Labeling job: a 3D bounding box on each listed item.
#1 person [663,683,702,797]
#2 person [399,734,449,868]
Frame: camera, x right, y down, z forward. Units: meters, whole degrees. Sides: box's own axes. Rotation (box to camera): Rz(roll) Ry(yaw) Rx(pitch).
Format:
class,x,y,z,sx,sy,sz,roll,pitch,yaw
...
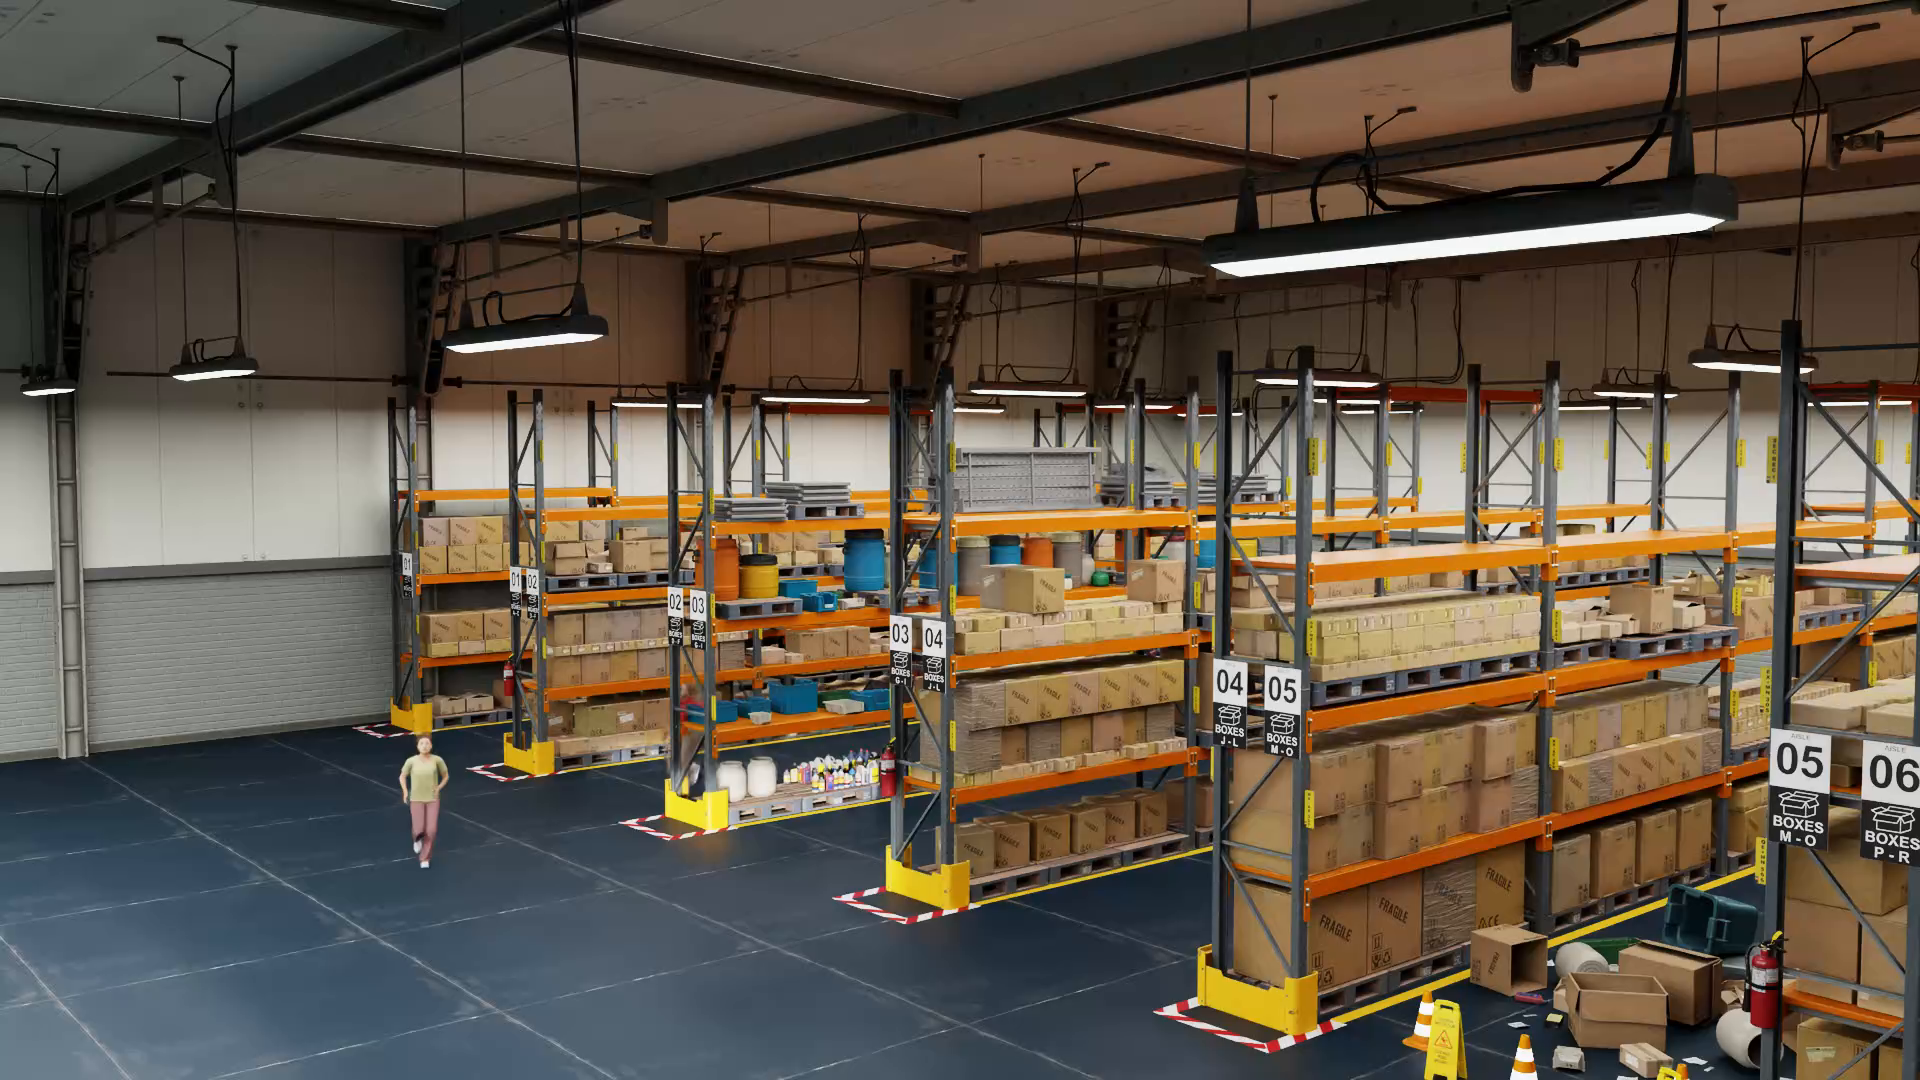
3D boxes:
class,x,y,z,sx,sy,sz,roll,pitch,yaw
person,-3.982,2.914,24.254,0.664,1.683,0.604,3,5,45
person,-6.515,3.173,20.259,0.580,1.620,0.558,-1,4,-21
